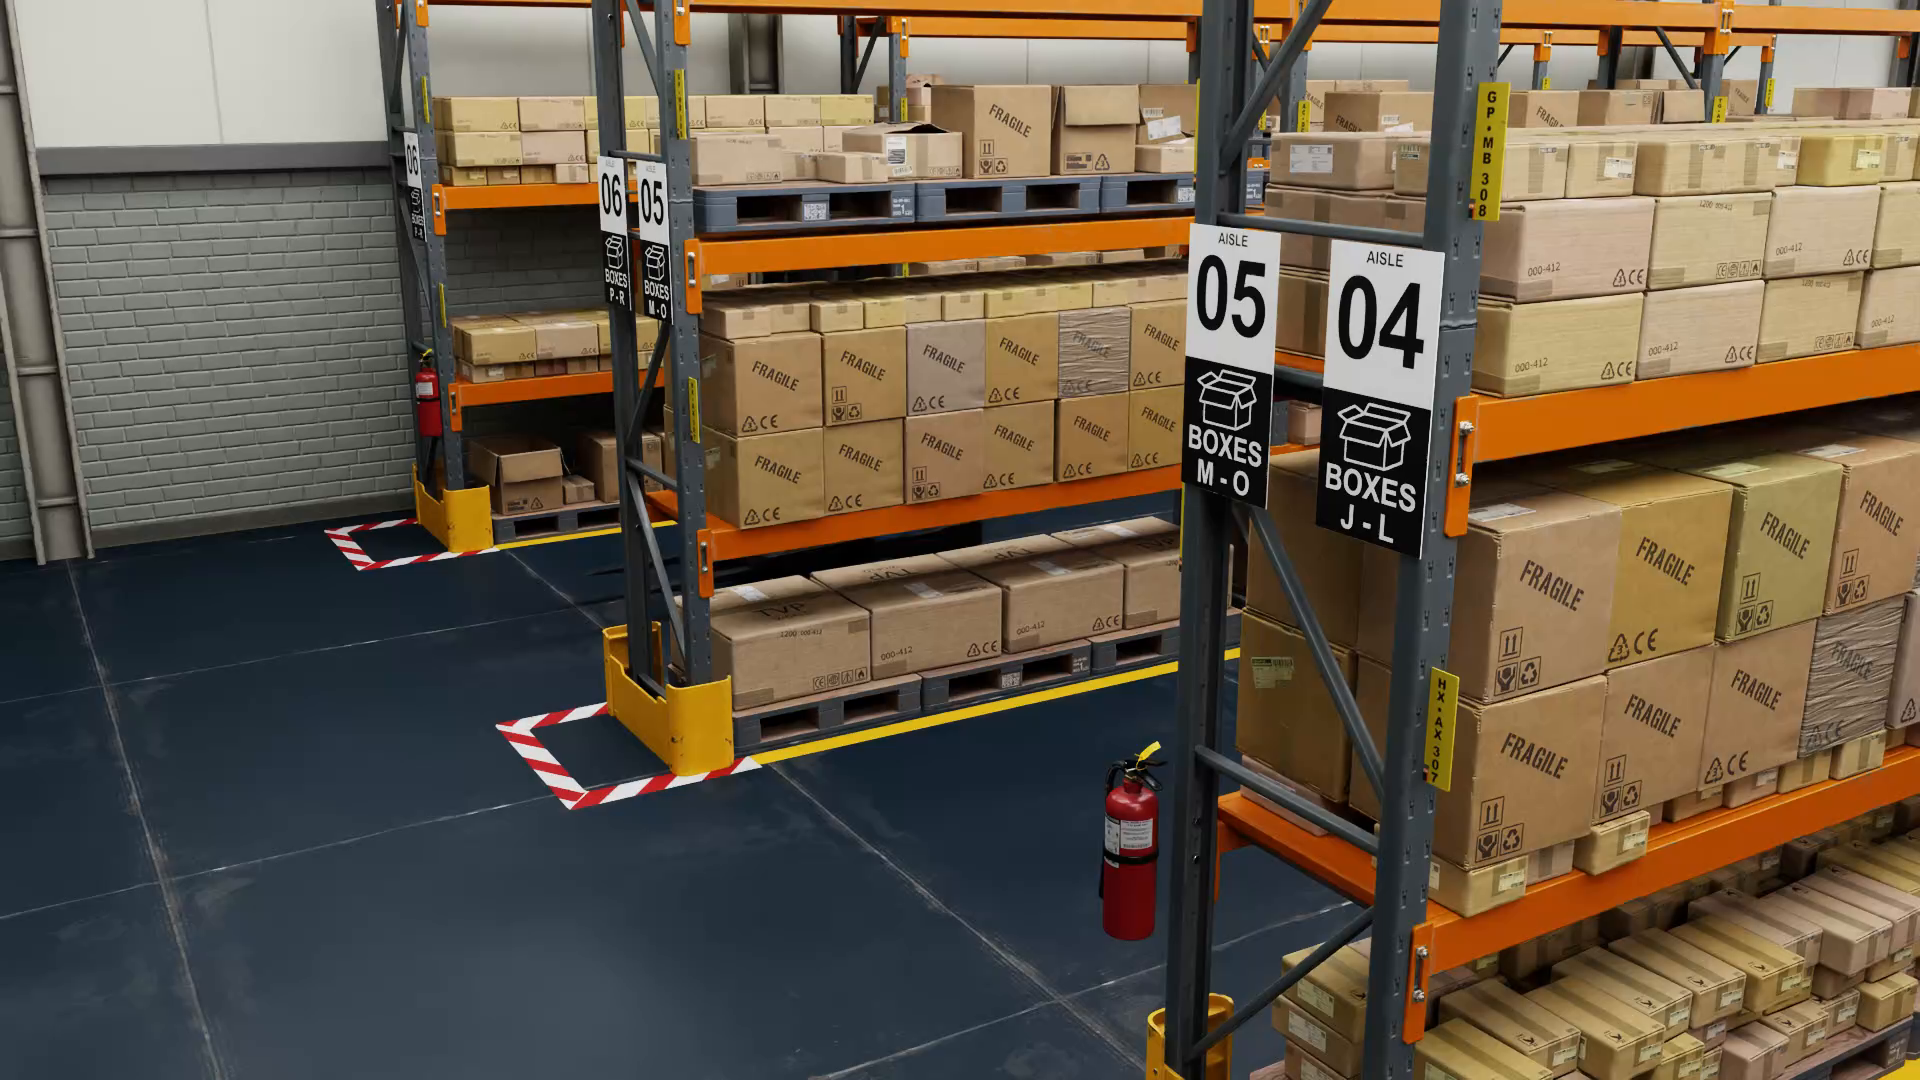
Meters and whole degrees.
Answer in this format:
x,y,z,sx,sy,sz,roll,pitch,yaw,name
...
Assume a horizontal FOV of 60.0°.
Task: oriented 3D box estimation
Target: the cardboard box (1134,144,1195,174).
x,y,z,sx,sy,sz,roll,pitch,yaw,name
1.186,-2.264,9.874,0.250,0.149,0.380,-9,18,-28,cardboard box

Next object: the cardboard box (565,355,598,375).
x,y,z,sx,sy,sz,roll,pitch,yaw,name
-3.121,-1.455,13.507,0.250,0.149,0.380,-9,18,-28,cardboard box

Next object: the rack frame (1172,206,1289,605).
x,y,z,sx,sy,sz,roll,pitch,yaw,name
1.795,-0.890,11.027,0.127,3.000,1.000,-9,18,-30,rack frame

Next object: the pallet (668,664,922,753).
x,y,z,sx,sy,sz,roll,pitch,yaw,name
-0.989,0.880,9.881,1.213,0.211,1.003,-9,18,-30,pallet

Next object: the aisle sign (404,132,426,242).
x,y,z,sx,sy,sz,roll,pitch,yaw,name
-4.101,-2.656,12.511,0.004,0.787,0.394,-9,18,-30,aisle sign

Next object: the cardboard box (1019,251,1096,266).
x,y,z,sx,sy,sz,roll,pitch,yaw,name
0.882,-2.485,15.753,0.500,0.500,0.700,-9,18,-30,cardboard box

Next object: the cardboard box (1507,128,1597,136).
x,y,z,sx,sy,sz,roll,pitch,yaw,name
1.788,-1.231,5.299,0.250,0.149,0.380,-9,18,-29,cardboard box

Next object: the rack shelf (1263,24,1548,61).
x,y,z,sx,sy,sz,roll,pitch,yaw,name
4.378,-5.222,17.439,4.000,0.370,1.077,-9,18,-30,rack shelf

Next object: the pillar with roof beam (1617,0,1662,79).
x,y,z,sx,sy,sz,roll,pitch,yaw,name
10.678,-5.710,17.108,0.400,9.000,9.100,-9,18,-30,pillar with roof beam

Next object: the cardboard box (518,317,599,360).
x,y,z,sx,sy,sz,roll,pitch,yaw,name
-3.234,-1.624,13.371,0.500,0.250,0.500,-9,18,-29,cardboard box

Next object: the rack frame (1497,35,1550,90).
x,y,z,sx,sy,sz,roll,pitch,yaw,name
6.093,-6.039,18.280,0.127,3.000,1.000,-9,18,-30,rack frame

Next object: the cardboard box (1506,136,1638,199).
x,y,z,sx,sy,sz,roll,pitch,yaw,name
1.624,-1.031,4.586,0.250,0.149,0.380,-8,18,-27,cardboard box

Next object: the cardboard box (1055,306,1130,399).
x,y,z,sx,sy,sz,roll,pitch,yaw,name
0.662,-1.148,9.912,0.500,0.500,0.500,-9,18,-29,cardboard box

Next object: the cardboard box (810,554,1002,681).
x,y,z,sx,sy,sz,roll,pitch,yaw,name
-0.340,0.454,10.203,0.875,0.438,0.875,-9,18,-28,cardboard box

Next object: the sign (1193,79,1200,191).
x,y,z,sx,sy,sz,roll,pitch,yaw,name
0.733,-1.205,4.952,0.005,0.325,0.100,-9,18,-30,sign

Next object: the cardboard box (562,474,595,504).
x,y,z,sx,sy,sz,roll,pitch,yaw,name
-3.236,-0.424,13.870,0.250,0.149,0.380,-10,19,-32,cardboard box

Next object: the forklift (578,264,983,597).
x,y,z,sx,sy,sz,roll,pitch,yaw,name
-1.297,-1.140,12.045,3.031,2.935,1.130,-12,20,-36,forklift

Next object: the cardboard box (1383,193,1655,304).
x,y,z,sx,sy,sz,roll,pitch,yaw,name
1.521,-0.818,4.564,0.500,0.250,0.500,-9,18,-29,cardboard box

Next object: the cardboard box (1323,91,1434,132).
x,y,z,sx,sy,sz,roll,pitch,yaw,name
2.700,-2.640,10.750,0.500,0.500,0.500,-10,18,-31,cardboard box

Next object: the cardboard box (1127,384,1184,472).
x,y,z,sx,sy,sz,roll,pitch,yaw,name
1.091,-0.742,10.313,0.500,0.500,0.500,-10,18,-31,cardboard box

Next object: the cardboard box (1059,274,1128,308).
x,y,z,sx,sy,sz,roll,pitch,yaw,name
0.790,-1.489,9.925,0.250,0.149,0.380,-9,18,-30,cardboard box

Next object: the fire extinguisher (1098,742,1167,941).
x,y,z,sx,sy,sz,roll,pitch,yaw,name
0.548,0.942,5.325,0.183,0.674,0.296,-9,18,-30,fire extinguisher

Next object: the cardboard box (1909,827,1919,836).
x,y,z,sx,sy,sz,roll,pitch,yaw,name
4.061,1.280,6.689,0.250,0.149,0.380,-9,18,-29,cardboard box

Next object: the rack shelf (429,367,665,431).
x,y,z,sx,sy,sz,roll,pitch,yaw,name
-2.479,-1.413,14.227,4.000,0.370,1.077,-9,18,-30,rack shelf

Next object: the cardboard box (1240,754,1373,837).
x,y,z,sx,sy,sz,roll,pitch,yaw,name
1.136,0.808,5.437,0.250,0.149,0.380,-9,18,-30,cardboard box

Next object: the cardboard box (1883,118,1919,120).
x,y,z,sx,sy,sz,roll,pitch,yaw,name
3.806,-1.549,6.434,0.250,0.149,0.380,-10,19,-32,cardboard box

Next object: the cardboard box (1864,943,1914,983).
x,y,z,sx,sy,sz,roll,pitch,yaw,name
3.404,1.520,6.383,0.250,0.149,0.380,-9,18,-28,cardboard box

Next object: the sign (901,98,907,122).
x,y,z,sx,sy,sz,roll,pitch,yaw,name
-0.479,-3.607,14.203,0.005,0.325,0.100,-9,18,-30,sign

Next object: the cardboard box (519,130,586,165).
x,y,z,sx,sy,sz,roll,pitch,yaw,name
-3.247,-3.071,12.977,0.500,0.250,0.500,-9,18,-29,cardboard box

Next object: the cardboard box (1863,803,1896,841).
x,y,z,sx,sy,sz,roll,pitch,yaw,name
3.762,1.150,7.152,0.250,0.149,0.380,-8,18,-27,cardboard box

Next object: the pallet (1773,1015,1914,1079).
x,y,z,sx,sy,sz,roll,pitch,yaw,name
2.826,1.856,6.397,1.213,0.211,1.003,-9,18,-30,pallet

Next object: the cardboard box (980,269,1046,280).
x,y,z,sx,sy,sz,roll,pitch,yaw,name
0.321,-1.559,10.174,0.250,0.149,0.380,-9,18,-30,cardboard box

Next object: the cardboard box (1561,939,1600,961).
x,y,z,sx,sy,sz,roll,pitch,yaw,name
2.189,1.538,6.320,0.250,0.149,0.380,-9,18,-29,cardboard box

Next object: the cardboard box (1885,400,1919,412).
x,y,z,sx,sy,sz,roll,pitch,yaw,name
3.727,-0.230,6.086,0.500,0.500,0.500,-10,18,-31,cardboard box

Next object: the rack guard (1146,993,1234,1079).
x,y,z,sx,sy,sz,roll,pitch,yaw,name
1.067,1.990,5.383,0.348,0.500,1.175,-9,18,-30,rack guard

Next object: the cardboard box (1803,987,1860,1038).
x,y,z,sx,sy,sz,roll,pitch,yaw,name
3.125,1.710,6.257,0.250,0.149,0.380,-9,18,-29,cardboard box

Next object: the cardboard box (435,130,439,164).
x,y,z,sx,sy,sz,roll,pitch,yaw,name
-3.952,-3.122,13.159,0.500,0.250,0.500,-10,18,-31,cardboard box

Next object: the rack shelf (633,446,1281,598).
x,y,z,sx,sy,sz,roll,pitch,yaw,name
0.080,-0.266,10.132,4.000,0.370,1.077,-9,18,-30,rack shelf

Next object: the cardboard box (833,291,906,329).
x,y,z,sx,sy,sz,roll,pitch,yaw,name
-0.501,-1.264,9.123,0.250,0.149,0.380,-10,18,-32,cardboard box

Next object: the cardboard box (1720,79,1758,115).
x,y,z,sx,sy,sz,roll,pitch,yaw,name
9.268,-5.331,20.164,0.500,0.500,0.500,-9,18,-28,cardboard box

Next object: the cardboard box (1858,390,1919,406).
x,y,z,sx,sy,sz,roll,pitch,yaw,name
3.482,-0.350,6.511,0.500,0.500,0.500,-10,18,-31,cardboard box

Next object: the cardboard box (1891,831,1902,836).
x,y,z,sx,sy,sz,roll,pitch,yaw,name
3.955,1.245,7.364,0.250,0.149,0.380,-8,18,-27,cardboard box

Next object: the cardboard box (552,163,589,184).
x,y,z,sx,sy,sz,roll,pitch,yaw,name
-3.094,-2.881,13.037,0.250,0.149,0.380,-9,18,-29,cardboard box

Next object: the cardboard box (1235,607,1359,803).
x,y,z,sx,sy,sz,roll,pitch,yaw,name
1.255,0.484,5.390,0.500,0.500,0.500,-9,18,-29,cardboard box

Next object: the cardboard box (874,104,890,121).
x,y,z,sx,sy,sz,roll,pitch,yaw,name
-0.568,-3.823,14.886,0.250,0.149,0.380,-10,18,-30,cardboard box

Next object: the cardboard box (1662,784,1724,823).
x,y,z,sx,sy,sz,roll,pitch,yaw,name
2.300,0.779,5.538,0.250,0.149,0.380,-9,18,-30,cardboard box

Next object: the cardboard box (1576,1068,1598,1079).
x,y,z,sx,sy,sz,roll,pitch,yaw,name
2.011,1.732,5.628,0.250,0.149,0.380,-9,18,-29,cardboard box

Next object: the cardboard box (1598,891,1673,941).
x,y,z,sx,sy,sz,roll,pitch,yaw,name
2.466,1.380,6.332,0.250,0.149,0.380,-10,18,-32,cardboard box

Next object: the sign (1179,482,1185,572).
x,y,z,sx,sy,sz,roll,pitch,yaw,name
0.733,-0.044,5.277,0.005,0.325,0.100,-9,18,-30,sign

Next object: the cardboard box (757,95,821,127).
x,y,z,sx,sy,sz,roll,pitch,yaw,name
-1.504,-3.595,13.922,0.500,0.250,0.500,-10,18,-31,cardboard box

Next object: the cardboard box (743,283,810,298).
x,y,z,sx,sy,sz,roll,pitch,yaw,name
-1.046,-1.368,9.494,0.250,0.149,0.380,-9,18,-30,cardboard box

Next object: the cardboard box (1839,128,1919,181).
x,y,z,sx,sy,sz,roll,pitch,yaw,name
3.001,-1.231,5.300,0.250,0.149,0.380,-10,18,-31,cardboard box

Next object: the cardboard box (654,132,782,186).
x,y,z,sx,sy,sz,roll,pitch,yaw,name
-1.295,-2.040,8.886,0.500,0.250,0.500,-11,19,-35,cardboard box

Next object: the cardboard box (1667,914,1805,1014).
x,y,z,sx,sy,sz,roll,pitch,yaw,name
2.744,1.500,5.904,0.250,0.149,0.380,-9,18,-29,cardboard box
